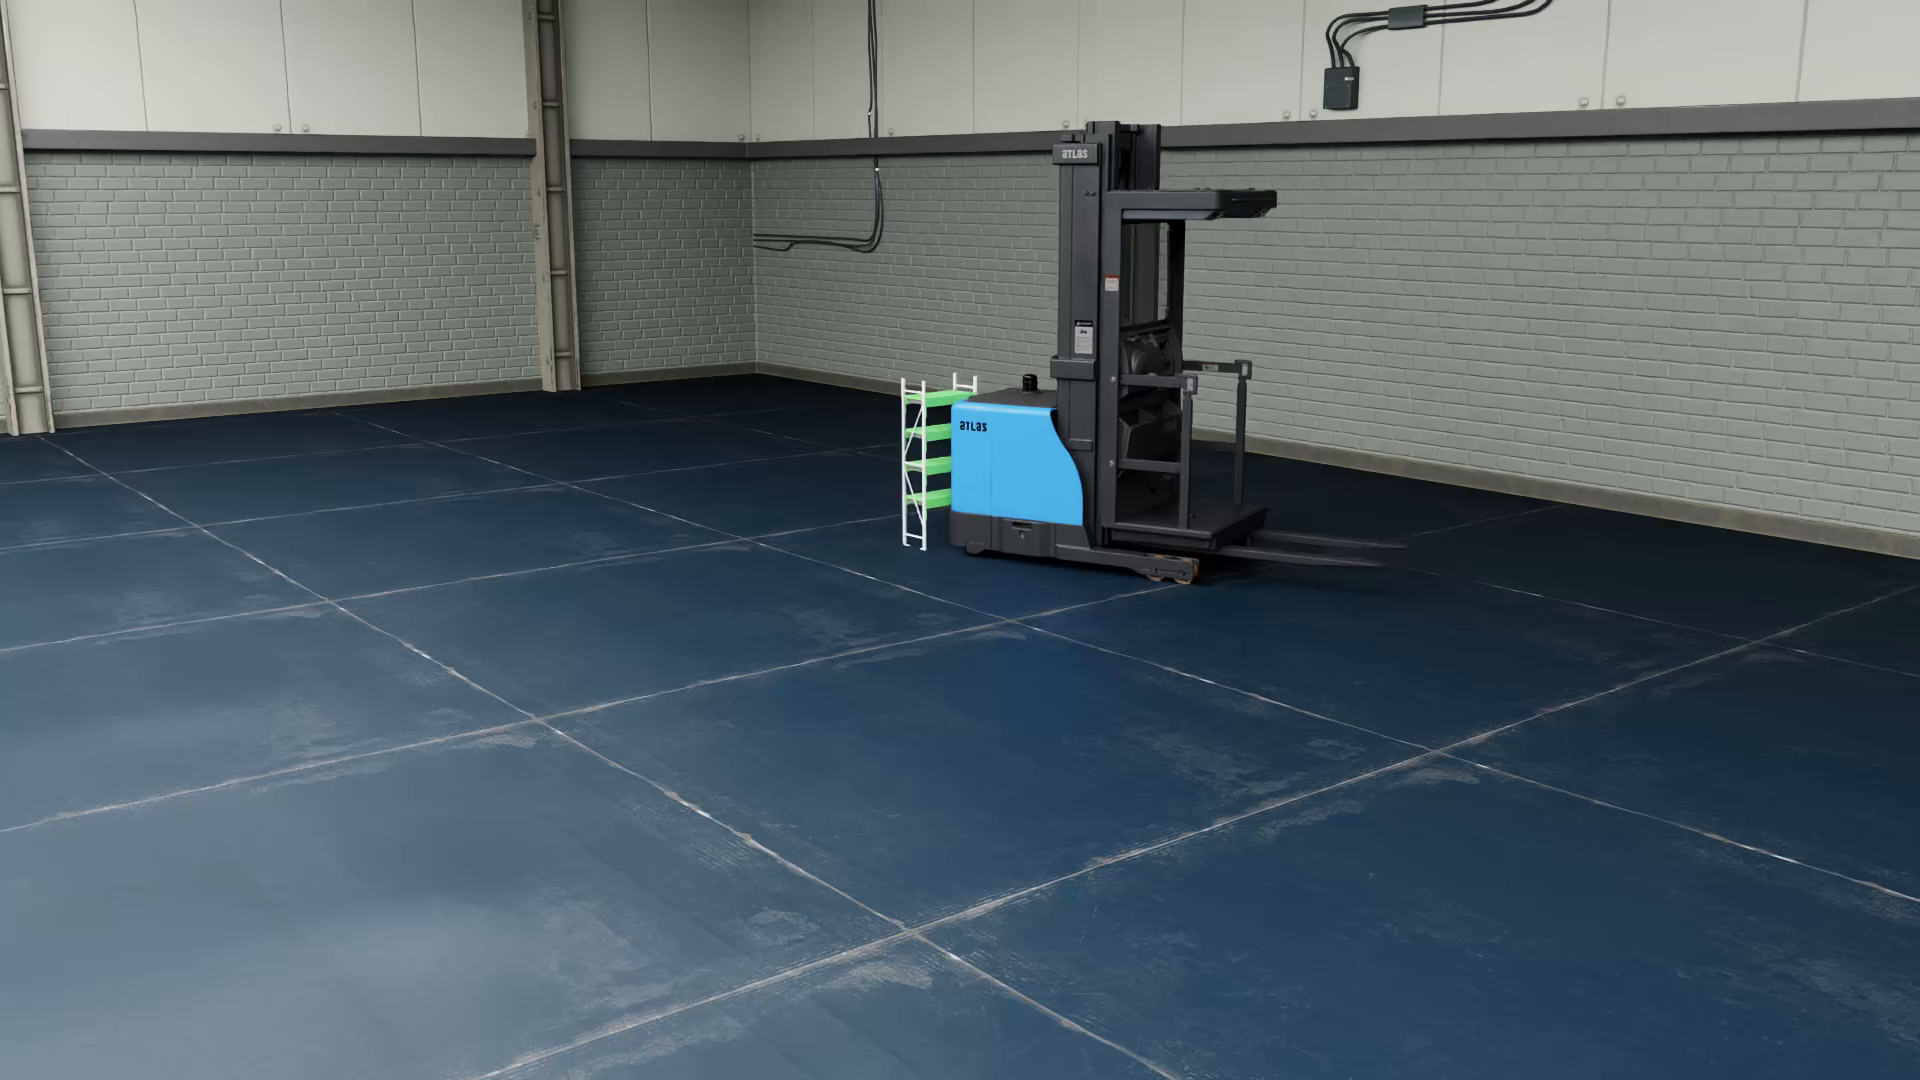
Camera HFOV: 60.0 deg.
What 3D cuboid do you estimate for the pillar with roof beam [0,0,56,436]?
[{"bbox_3d":[-7.054,-4.834,13.229,0.400,9.000,9.100,-9,15,-38],"label":"pillar with roof beam"}]

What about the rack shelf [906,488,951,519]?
[{"bbox_3d":[-0.144,-0.270,11.974,0.480,0.148,0.258,-11,16,-41],"label":"rack shelf"}]

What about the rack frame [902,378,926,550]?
[{"bbox_3d":[-0.326,-0.533,11.751,0.015,1.200,0.240,-11,16,-41],"label":"rack frame"}]

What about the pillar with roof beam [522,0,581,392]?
[{"bbox_3d":[-2.369,-5.612,16.895,0.400,9.000,9.100,-9,15,-38],"label":"pillar with roof beam"}]

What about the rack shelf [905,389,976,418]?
[{"bbox_3d":[-0.144,-0.974,11.824,0.480,0.148,0.258,-11,16,-41],"label":"rack shelf"}]

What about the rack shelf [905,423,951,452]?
[{"bbox_3d":[-0.144,-0.739,11.874,0.480,0.148,0.258,-11,16,-41],"label":"rack shelf"}]

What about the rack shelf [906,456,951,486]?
[{"bbox_3d":[-0.144,-0.505,11.924,0.480,0.148,0.258,-11,16,-41],"label":"rack shelf"}]

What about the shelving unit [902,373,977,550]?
[{"bbox_3d":[-0.144,-0.567,11.911,0.503,1.200,0.258,-11,16,-41],"label":"shelving unit"}]

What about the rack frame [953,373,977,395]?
[{"bbox_3d":[0.038,-0.601,12.070,0.015,1.200,0.240,-11,16,-41],"label":"rack frame"}]

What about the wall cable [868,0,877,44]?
[{"bbox_3d":[-0.242,-6.991,18.705,0.112,2.526,3.097,-9,15,-38],"label":"wall cable"}]

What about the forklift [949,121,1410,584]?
[{"bbox_3d":[1.461,-1.272,11.063,3.031,2.935,1.130,7,14,29],"label":"forklift"}]

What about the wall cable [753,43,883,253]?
[{"bbox_3d":[-1.932,-4.960,21.296,0.112,2.526,3.097,-9,15,-38],"label":"wall cable"}]

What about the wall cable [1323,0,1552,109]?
[{"bbox_3d":[3.986,-6.600,13.359,0.169,6.003,2.305,-9,15,-38],"label":"wall cable"}]
